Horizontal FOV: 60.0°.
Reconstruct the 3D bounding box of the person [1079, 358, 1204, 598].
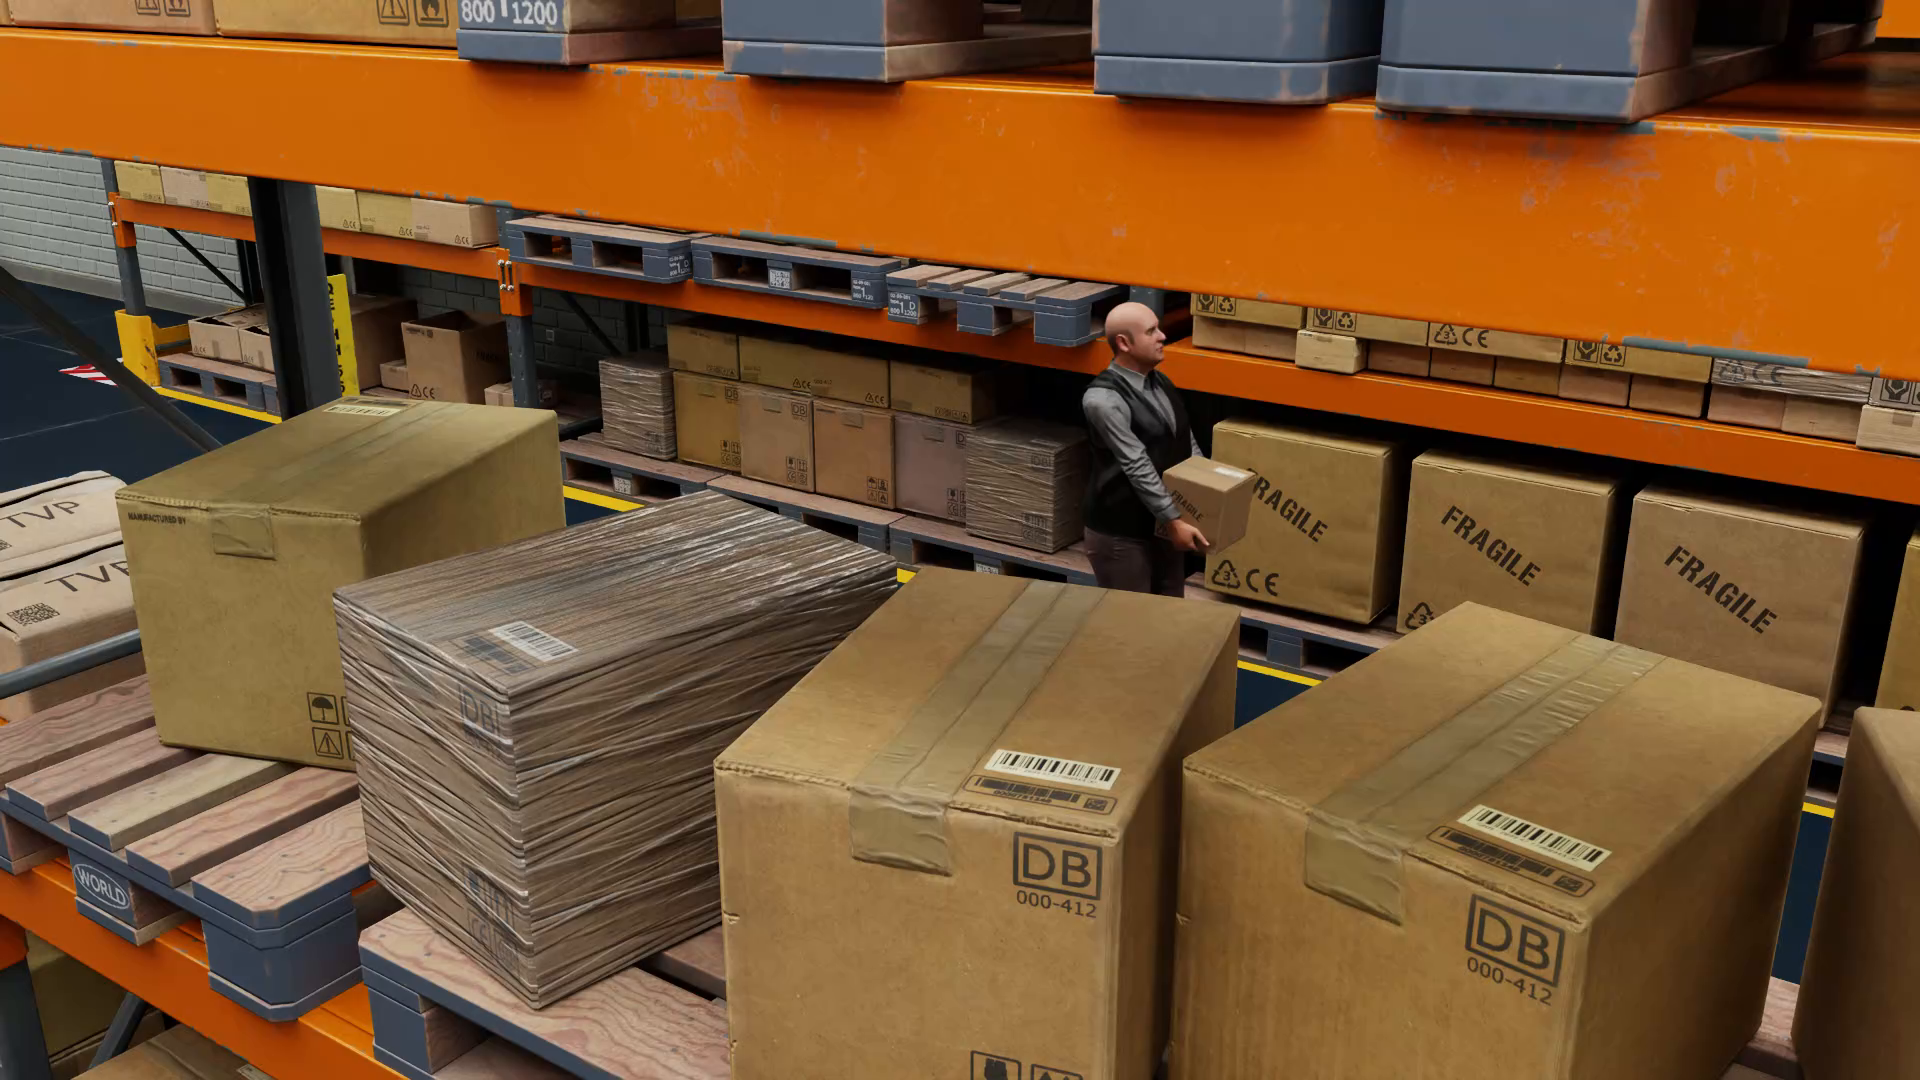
[{"bbox_3d":[0.696,0.046,6.215,0.448,1.450,0.494,13,23,32],"label":"person"}]
